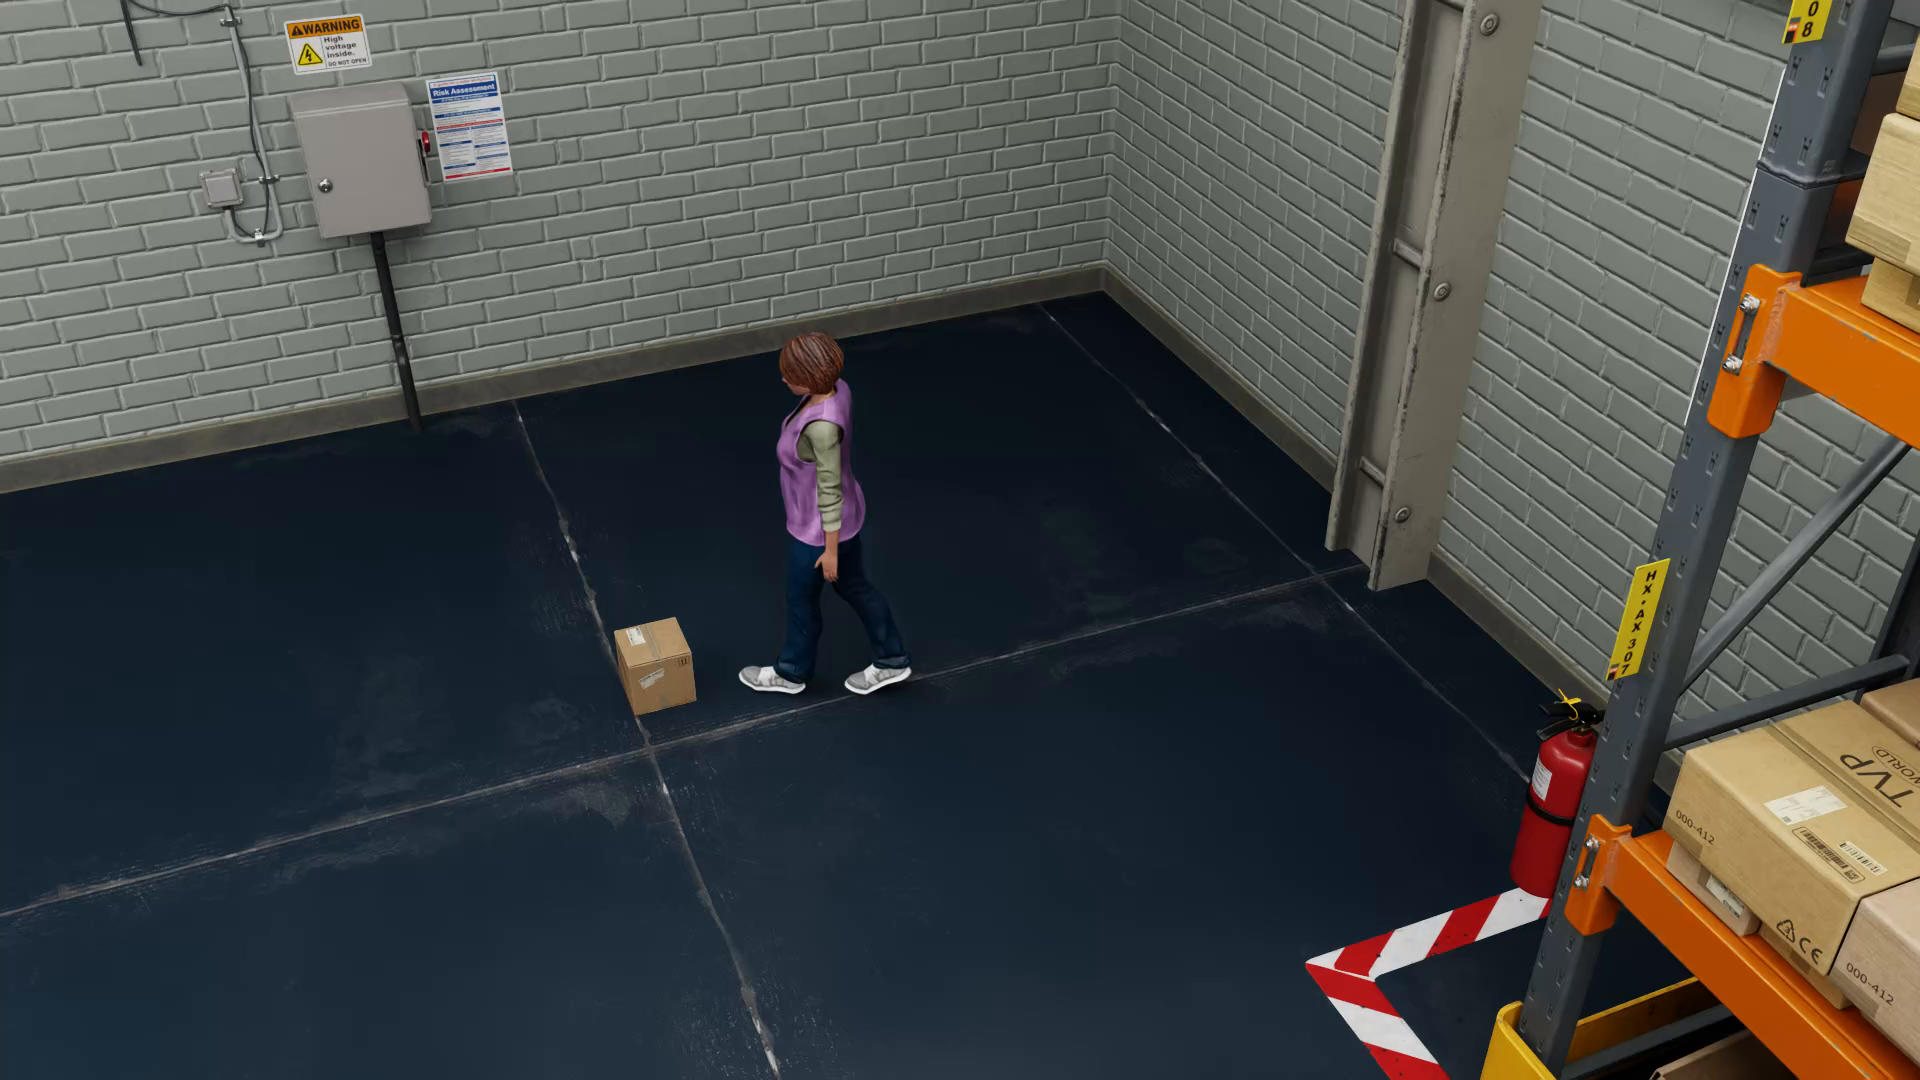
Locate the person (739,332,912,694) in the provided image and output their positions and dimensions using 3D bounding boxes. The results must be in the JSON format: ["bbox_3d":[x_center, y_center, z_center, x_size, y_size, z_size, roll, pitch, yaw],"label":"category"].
[{"bbox_3d":[-0.540,-0.060,6.233,0.694,1.585,0.428,3,34,4],"label":"person"}]
